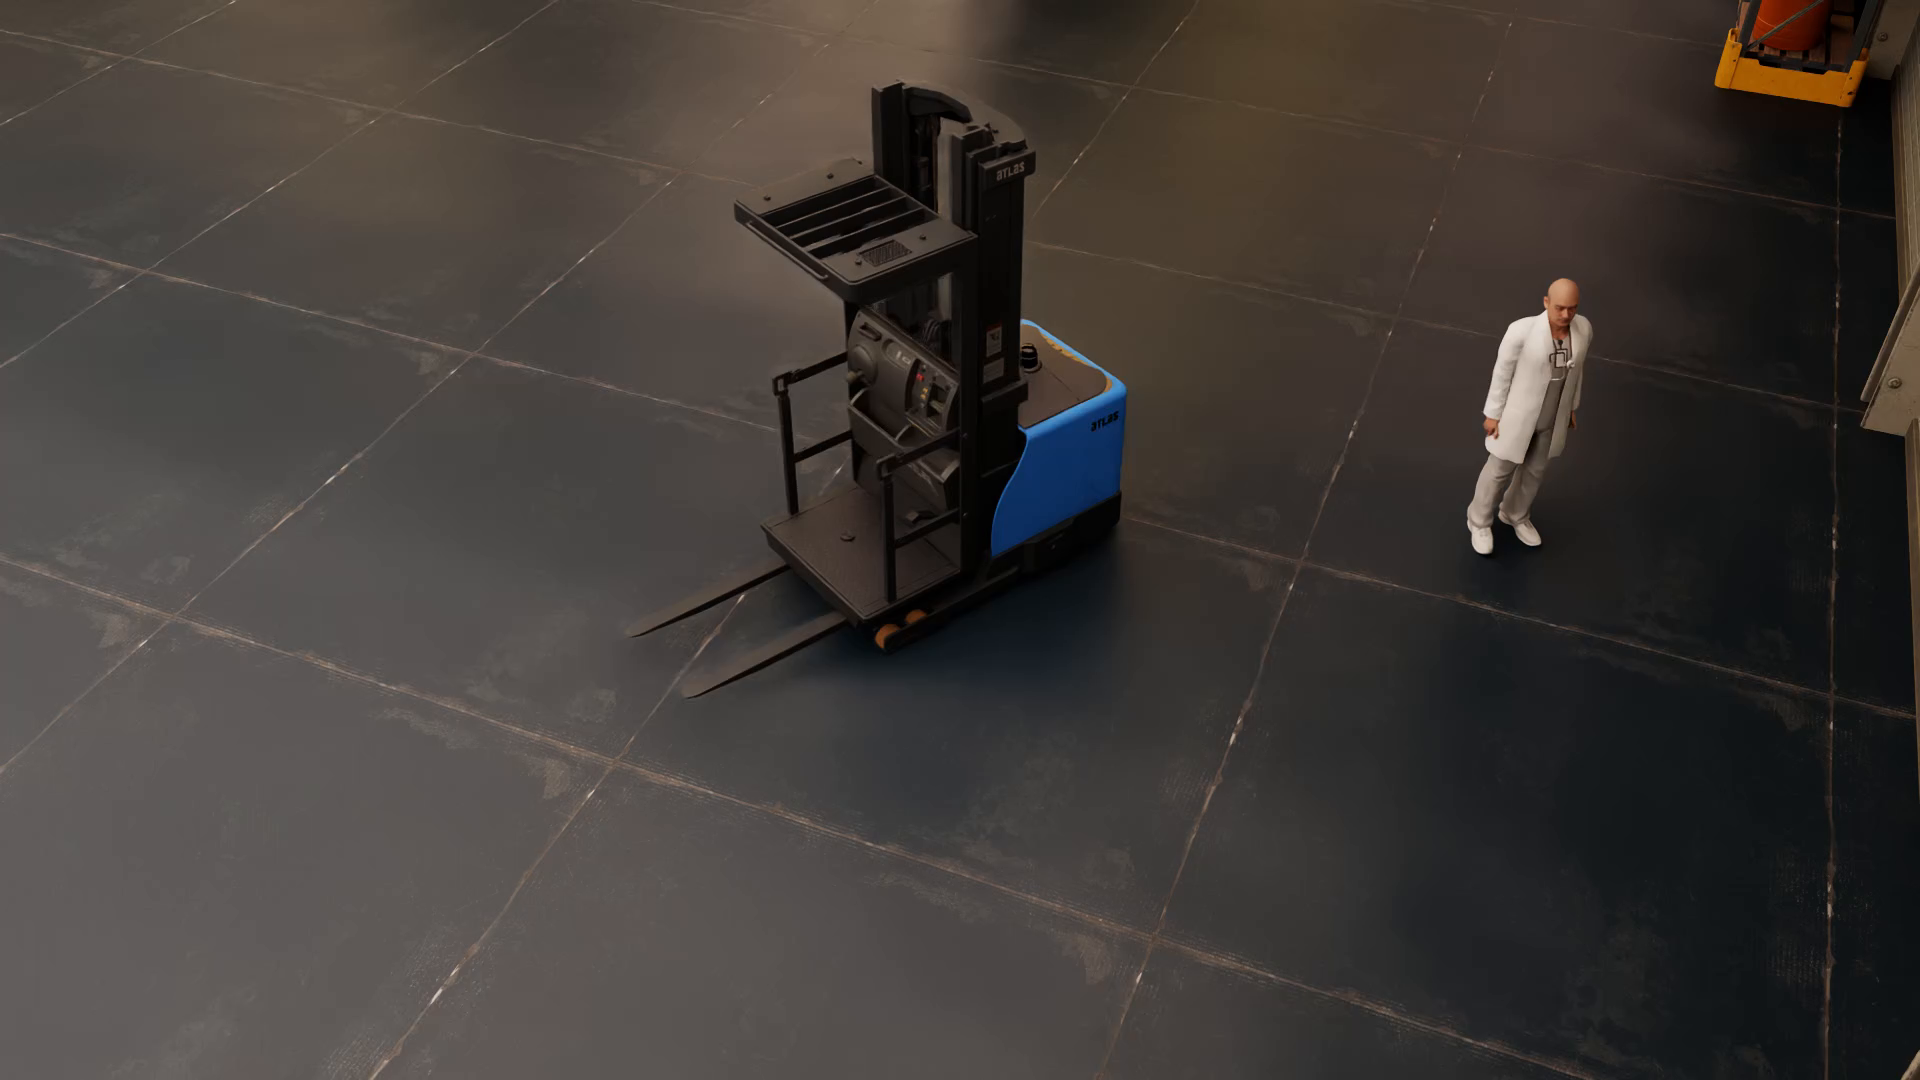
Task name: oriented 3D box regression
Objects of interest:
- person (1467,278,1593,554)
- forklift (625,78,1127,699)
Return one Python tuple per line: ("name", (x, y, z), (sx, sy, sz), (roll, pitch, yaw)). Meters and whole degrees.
("person", (3.373, -0.720, 9.762), (0.588, 1.783, 0.377), (-7, 40, -8))
("forklift", (-0.483, -0.866, 9.041), (3.031, 2.935, 1.130), (-27, 47, -28))
